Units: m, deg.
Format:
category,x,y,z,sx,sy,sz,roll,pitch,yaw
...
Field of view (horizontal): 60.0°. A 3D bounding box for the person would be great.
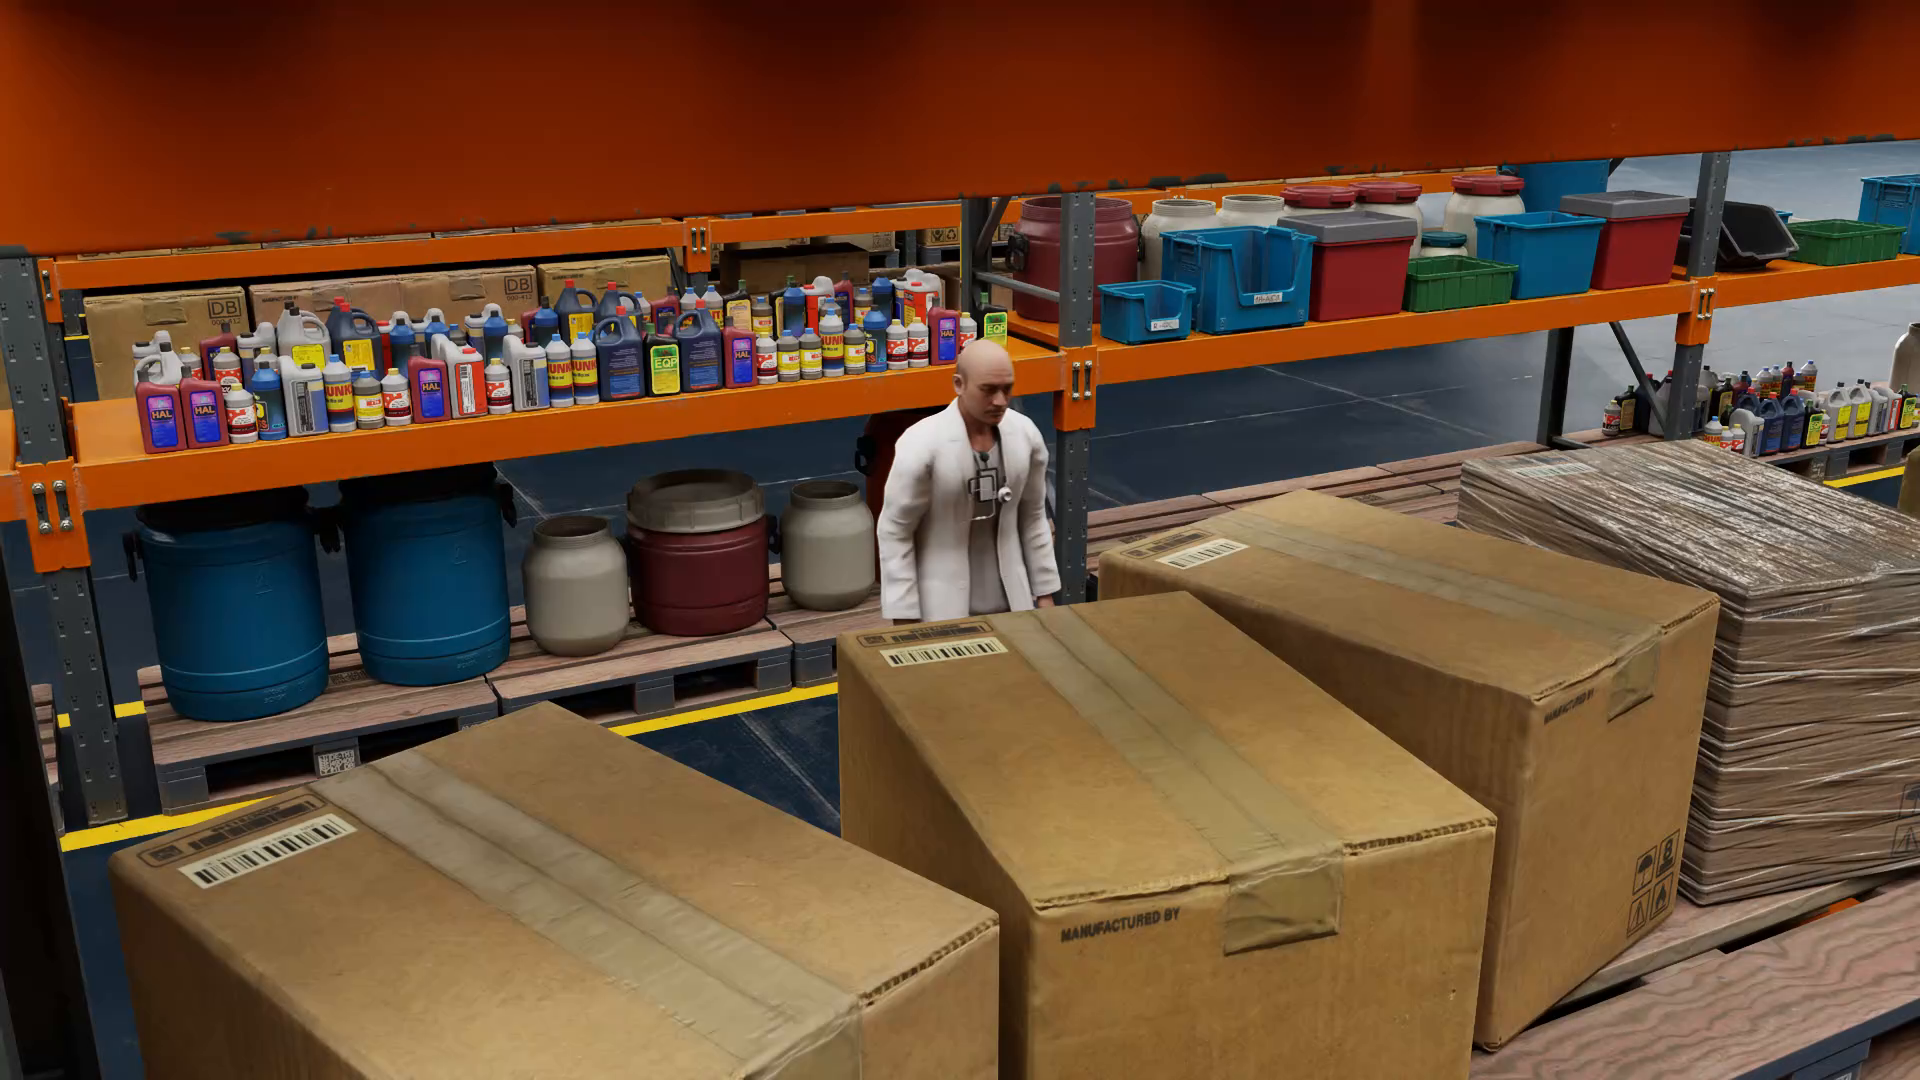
category,x,y,z,sx,sy,sz,roll,pitch,yaw
person,0.038,0.220,5.412,0.642,1.774,0.421,-9,20,-27
